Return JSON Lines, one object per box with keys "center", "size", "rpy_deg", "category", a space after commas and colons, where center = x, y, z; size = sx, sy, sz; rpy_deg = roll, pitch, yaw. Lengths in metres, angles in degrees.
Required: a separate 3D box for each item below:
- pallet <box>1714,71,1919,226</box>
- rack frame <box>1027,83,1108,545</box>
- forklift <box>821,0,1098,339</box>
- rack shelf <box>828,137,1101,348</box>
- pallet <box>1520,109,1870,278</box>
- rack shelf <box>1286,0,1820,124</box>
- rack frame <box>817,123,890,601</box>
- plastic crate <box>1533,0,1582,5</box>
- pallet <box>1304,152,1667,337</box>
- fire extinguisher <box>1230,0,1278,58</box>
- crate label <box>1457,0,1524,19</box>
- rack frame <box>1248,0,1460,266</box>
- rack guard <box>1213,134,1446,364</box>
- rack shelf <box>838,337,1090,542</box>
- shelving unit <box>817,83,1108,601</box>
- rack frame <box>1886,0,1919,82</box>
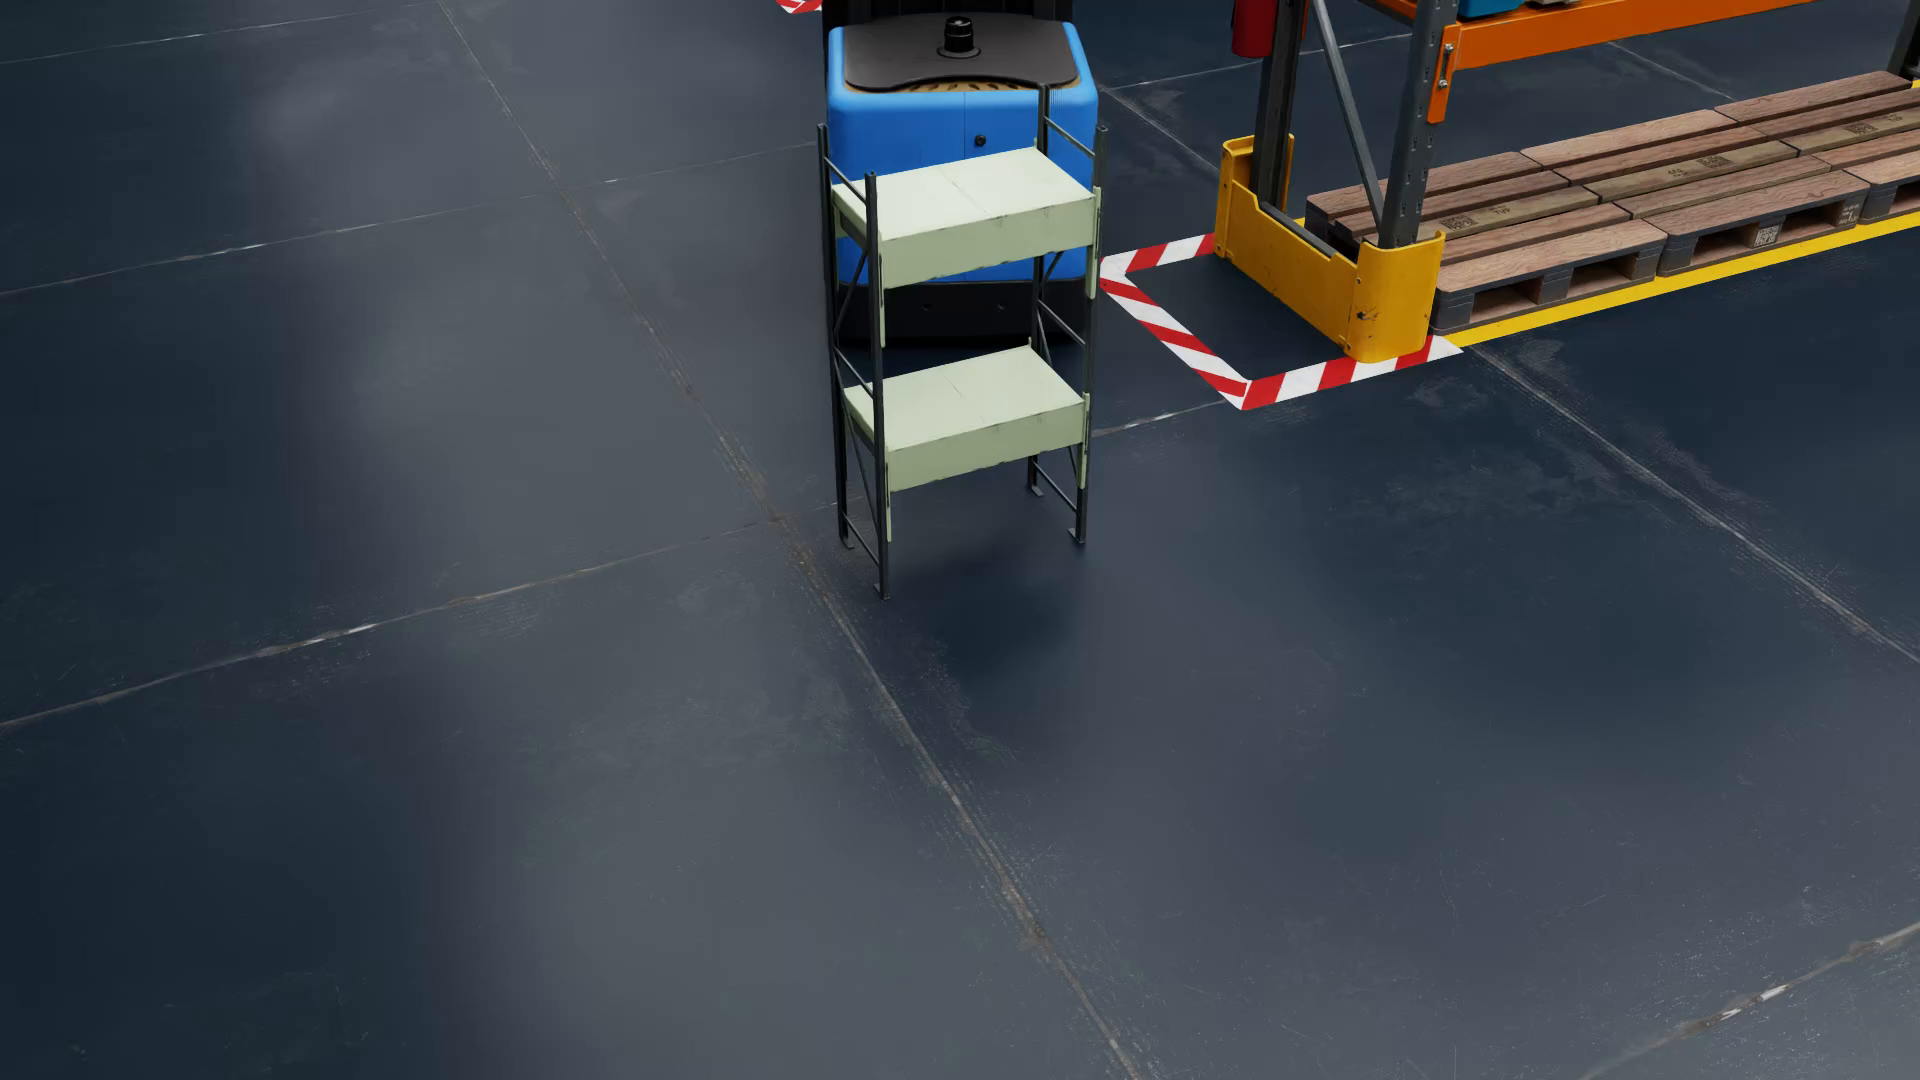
{"center": [4.513, -1.961, 8.216], "size": [1.213, 0.211, 1.003], "rpy_deg": [-16, 39, -20], "category": "pallet"}
{"center": [0.337, -0.697, 5.430], "size": [0.023, 1.500, 0.400], "rpy_deg": [-16, 39, -20], "category": "rack frame"}
{"center": [-0.073, -2.847, 7.128], "size": [1.130, 2.935, 3.031], "rpy_deg": [-2, 37, -3], "category": "forklift"}
{"center": [0.006, -0.918, 5.073], "size": [0.720, 0.370, 0.431], "rpy_deg": [-16, 39, -20], "category": "rack shelf"}
{"center": [3.407, -1.649, 7.797], "size": [1.213, 0.211, 1.003], "rpy_deg": [-16, 39, -20], "category": "pallet"}
{"center": [3.352, -2.492, 7.196], "size": [4.000, 0.370, 1.077], "rpy_deg": [-16, 39, -20], "category": "rack shelf"}
{"center": [-0.325, -0.511, 5.181], "size": [0.023, 1.500, 0.400], "rpy_deg": [-16, 39, -20], "category": "rack frame"}
{"center": [2.230, -2.115, 6.254], "size": [0.298, 0.136, 0.250], "rpy_deg": [-16, 39, -20], "category": "plastic crate"}
{"center": [2.304, -1.343, 7.383], "size": [1.213, 0.211, 1.003], "rpy_deg": [-16, 39, -20], "category": "pallet"}
{"center": [1.211, -2.301, 6.713], "size": [0.183, 0.674, 0.296], "rpy_deg": [-16, 39, -20], "category": "fire extinguisher"}
{"center": [1.904, -2.117, 6.176], "size": [0.303, 0.233, 0.416], "rpy_deg": [-16, 39, -20], "category": "crate label"}
{"center": [1.541, -2.275, 6.300], "size": [0.127, 3.000, 1.000], "rpy_deg": [-16, 39, -20], "category": "rack frame"}
{"center": [1.525, -1.258, 7.027], "size": [0.348, 0.500, 1.175], "rpy_deg": [-16, 39, -20], "category": "rack guard"}
{"center": [0.006, -0.342, 5.500], "size": [0.720, 0.370, 0.431], "rpy_deg": [-16, 39, -20], "category": "rack shelf"}
{"center": [0.006, -0.604, 5.305], "size": [0.755, 1.500, 0.431], "rpy_deg": [-16, 39, -20], "category": "shelving unit"}
{"center": [5.162, -3.288, 7.665], "size": [0.127, 3.000, 1.000], "rpy_deg": [-16, 39, -20], "category": "rack frame"}
